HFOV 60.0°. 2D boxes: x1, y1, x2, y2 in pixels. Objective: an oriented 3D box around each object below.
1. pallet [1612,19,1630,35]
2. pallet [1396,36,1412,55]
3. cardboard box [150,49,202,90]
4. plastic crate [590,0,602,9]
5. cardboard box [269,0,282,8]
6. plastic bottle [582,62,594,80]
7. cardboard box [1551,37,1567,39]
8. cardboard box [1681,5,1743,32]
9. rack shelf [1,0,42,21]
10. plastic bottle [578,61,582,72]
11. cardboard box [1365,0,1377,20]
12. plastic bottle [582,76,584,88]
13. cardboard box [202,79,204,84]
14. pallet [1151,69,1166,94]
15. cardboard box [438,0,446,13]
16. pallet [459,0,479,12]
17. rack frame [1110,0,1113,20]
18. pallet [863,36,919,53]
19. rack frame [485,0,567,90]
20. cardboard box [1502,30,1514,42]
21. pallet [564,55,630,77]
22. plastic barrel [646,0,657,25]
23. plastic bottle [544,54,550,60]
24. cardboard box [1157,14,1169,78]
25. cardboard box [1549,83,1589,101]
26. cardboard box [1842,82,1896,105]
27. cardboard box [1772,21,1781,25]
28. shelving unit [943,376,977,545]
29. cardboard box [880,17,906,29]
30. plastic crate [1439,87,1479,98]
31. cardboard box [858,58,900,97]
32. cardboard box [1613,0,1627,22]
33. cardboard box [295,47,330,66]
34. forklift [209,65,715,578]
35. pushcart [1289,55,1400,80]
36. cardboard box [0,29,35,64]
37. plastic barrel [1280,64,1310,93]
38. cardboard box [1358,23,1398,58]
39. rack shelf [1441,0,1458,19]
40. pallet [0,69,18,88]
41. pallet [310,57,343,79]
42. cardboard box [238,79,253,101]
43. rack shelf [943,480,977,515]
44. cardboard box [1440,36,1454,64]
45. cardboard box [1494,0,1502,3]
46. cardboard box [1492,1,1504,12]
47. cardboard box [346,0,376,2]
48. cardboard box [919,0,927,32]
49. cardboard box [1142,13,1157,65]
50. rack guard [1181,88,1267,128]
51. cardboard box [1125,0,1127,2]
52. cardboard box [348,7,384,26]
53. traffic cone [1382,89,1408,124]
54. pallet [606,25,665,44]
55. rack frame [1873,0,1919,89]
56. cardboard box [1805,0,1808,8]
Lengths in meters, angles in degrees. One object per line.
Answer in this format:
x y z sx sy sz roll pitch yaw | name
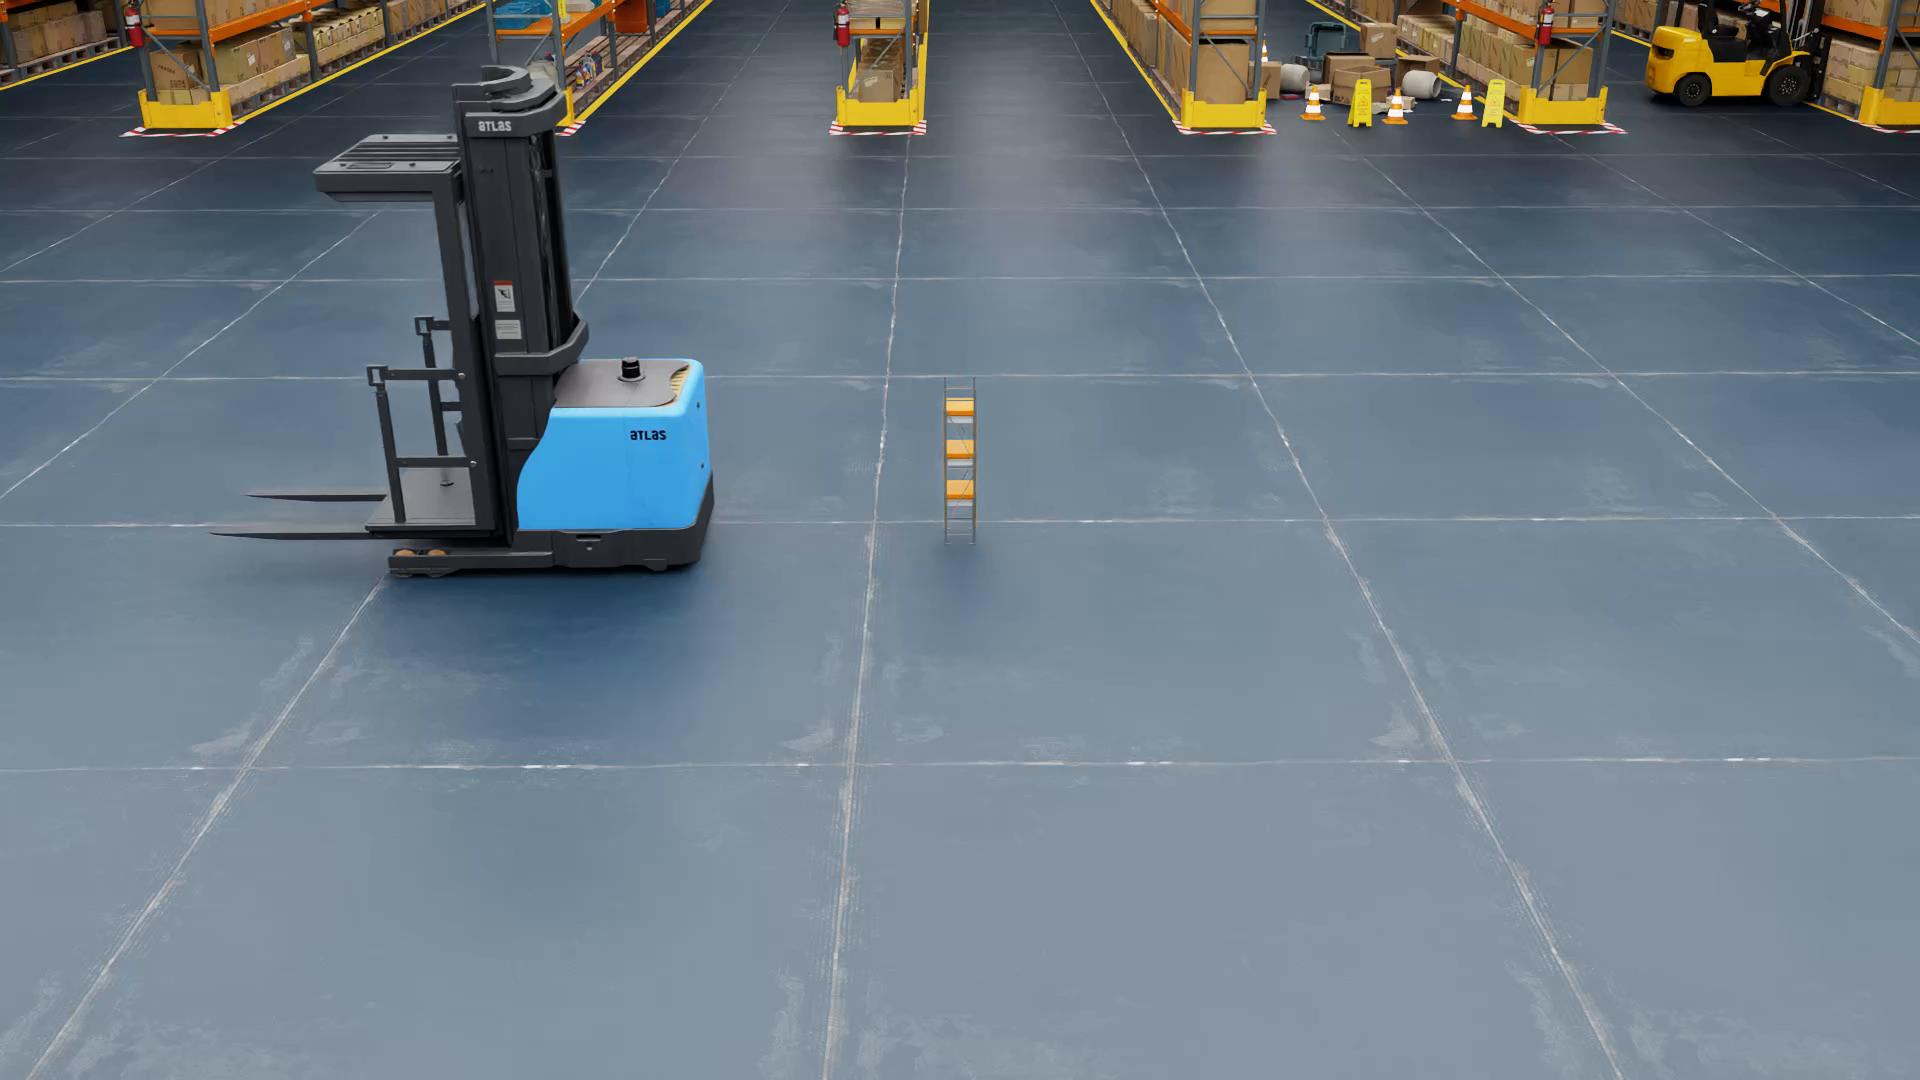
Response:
13.624 -10.279 33.222 1.003 0.211 1.213 0 24 -1 | pallet
8.648 -9.124 30.668 1.003 0.211 1.213 0 24 -1 | pallet
-11.390 -6.832 24.134 0.500 0.500 0.500 0 24 -1 | cardboard box
-5.894 -8.479 26.038 0.499 0.251 0.616 0 24 -1 | plastic crate
-11.107 -8.626 26.062 0.700 0.500 0.500 -1 24 -1 | cardboard box
-5.879 -7.418 26.282 0.152 0.276 0.135 0 24 0 | plastic bottle
8.988 -7.466 25.534 0.500 0.500 0.500 0 24 0 | cardboard box
13.613 -9.324 30.097 0.875 0.625 0.625 1 24 1 | cardboard box
-16.106 -9.453 28.885 1.077 0.370 4.000 0 24 -1 | rack shelf
-5.985 -7.420 26.279 0.061 0.283 0.133 0 24 -1 | plastic bottle
8.702 -10.961 33.414 0.875 0.875 0.875 0 24 1 | cardboard box
-5.843 -7.070 25.604 0.097 0.201 0.097 0 24 0 | plastic bottle
-11.406 -6.697 24.744 0.500 0.250 0.500 0 24 -1 | cardboard box
3.666 -7.420 26.900 1.003 0.211 1.213 0 24 -1 | pallet
-10.926 -11.137 34.233 0.500 0.500 0.500 0 24 -1 | cardboard box
-11.240 -11.794 36.570 1.003 0.211 1.213 0 24 -1 | pallet
3.649 -12.301 34.308 1.000 3.000 0.127 0 24 -1 | rack frame
-1.261 -9.080 30.569 1.003 0.211 1.213 0 24 -1 | pallet
-6.134 -7.353 23.368 1.000 3.000 0.127 0 24 -1 | rack frame
8.388 -7.579 24.998 0.380 0.149 0.250 0 24 0 | cardboard box
-6.225 -8.054 28.303 1.003 0.211 1.213 0 24 -1 | pallet
-6.256 -10.409 32.542 0.600 0.588 0.708 0 24 -1 | plastic barrel
-6.581 -7.583 26.557 0.144 0.351 0.185 -1 24 -3 | plastic bottle
3.673 -7.968 26.797 0.875 0.875 0.875 0 24 0 | cardboard box
8.996 -6.692 24.734 0.500 0.250 0.500 0 24 -1 | cardboard box
13.371 -6.575 24.474 0.500 0.250 0.500 0 24 0 | cardboard box
13.340 -8.286 27.043 0.500 0.250 0.500 -1 24 -1 | cardboard box
-0.001 -0.500 10.582 0.215 1.050 0.252 0 24 -1 | shelving unit
-0.946 -7.380 23.732 0.380 0.149 0.250 0 24 -1 | cardboard box
7.882 -7.087 26.324 0.402 0.080 0.583 -9 26 -19 | plastic crate
-1.212 -6.932 24.960 0.500 0.500 0.500 6 25 13 | cardboard box
13.357 -10.602 33.075 0.500 0.500 0.500 -1 24 -2 | cardboard box
-10.887 -8.087 27.817 0.500 0.250 0.500 -1 24 -2 | cardboard box
-3.147 -1.324 10.121 3.031 2.935 1.130 0 24 -1 | forklift
6.405 -7.843 27.633 1.648 0.377 0.936 -9 26 -19 | pushcart
-16.108 -8.322 28.009 0.700 0.500 0.500 1 24 1 | cardboard box
5.282 -7.370 26.532 0.512 0.421 0.421 19 30 35 | plastic barrel
6.905 -8.254 27.475 0.500 0.500 0.500 0 24 -1 | cardboard box
8.663 -9.565 29.131 1.077 0.370 4.000 0 24 -1 | rack shelf
-16.041 -7.410 26.877 1.003 0.211 1.213 0 24 -1 | pallet
-11.177 -8.014 28.212 1.003 0.211 1.213 0 24 -1 | pallet
-10.879 -6.699 24.749 0.500 0.250 0.500 0 24 -1 | cardboard box
-0.001 -0.238 10.701 0.215 0.259 0.240 0 24 -1 | rack shelf
8.677 -8.279 28.093 0.950 0.372 0.625 0 24 0 | cardboard box
8.457 -8.445 25.300 0.500 0.500 0.500 0 24 0 | cardboard box
8.403 -8.192 25.527 0.380 0.149 0.250 0 24 -1 | cardboard box
-11.424 -10.440 31.782 0.500 0.250 0.500 1 24 1 | cardboard box
-1.255 -10.180 31.687 1.225 0.875 0.875 -1 24 -3 | cardboard box
3.639 -8.426 27.961 1.050 0.750 0.750 0 24 -1 | cardboard box
3.780 -6.207 23.868 1.175 0.500 0.348 0 24 -1 | rack guard
3.423 -10.327 31.558 0.500 0.250 0.500 -1 24 -2 | cardboard box
-10.922 -9.608 30.501 0.500 0.311 0.500 0 24 1 | cardboard box
6.328 -6.291 24.097 0.336 0.463 0.334 0 24 -1 | traffic cone
-6.271 -9.704 31.950 1.003 0.211 1.213 0 24 -1 | pallet
13.692 -7.444 23.569 1.000 3.000 0.127 0 24 -1 | rack frame
13.421 -8.531 25.850 0.500 0.500 0.500 0 24 -1 | cardboard box
